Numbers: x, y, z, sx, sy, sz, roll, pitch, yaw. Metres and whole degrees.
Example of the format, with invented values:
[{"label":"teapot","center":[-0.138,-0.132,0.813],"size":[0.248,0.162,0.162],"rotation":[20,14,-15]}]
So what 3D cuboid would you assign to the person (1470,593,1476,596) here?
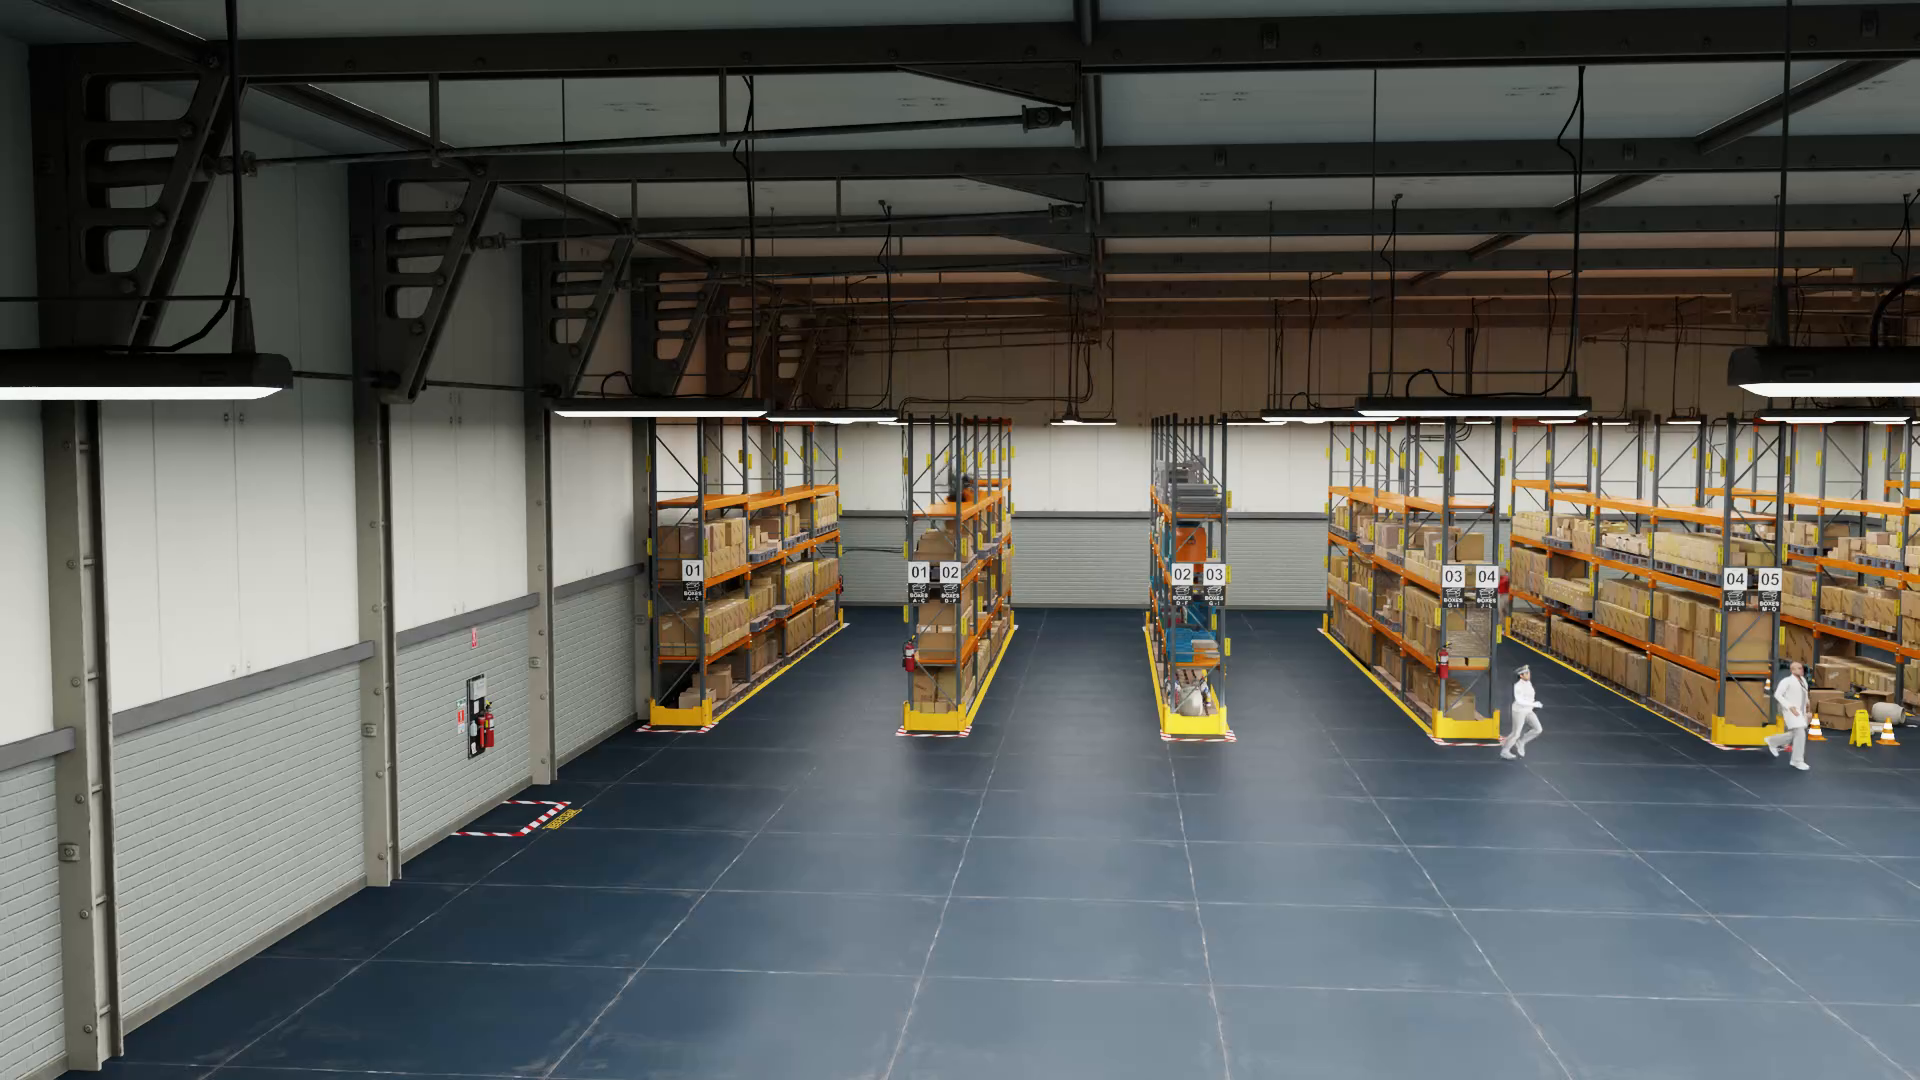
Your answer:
[{"label":"person","center":[13.854,1.817,45.335],"size":[0.740,1.729,0.681],"rotation":[1,4,13]}]

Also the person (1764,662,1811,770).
[{"label":"person","center":[14.082,2.946,28.206],"size":[0.725,1.786,0.853],"rotation":[-2,4,-31]}]

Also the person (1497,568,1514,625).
[{"label":"person","center":[15.500,1.592,47.163],"size":[0.714,1.597,0.727],"rotation":[0,4,-4]}]

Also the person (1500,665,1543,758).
[{"label":"person","center":[9.708,2.952,28.599],"size":[0.628,1.646,0.762],"rotation":[-3,5,-40]}]
